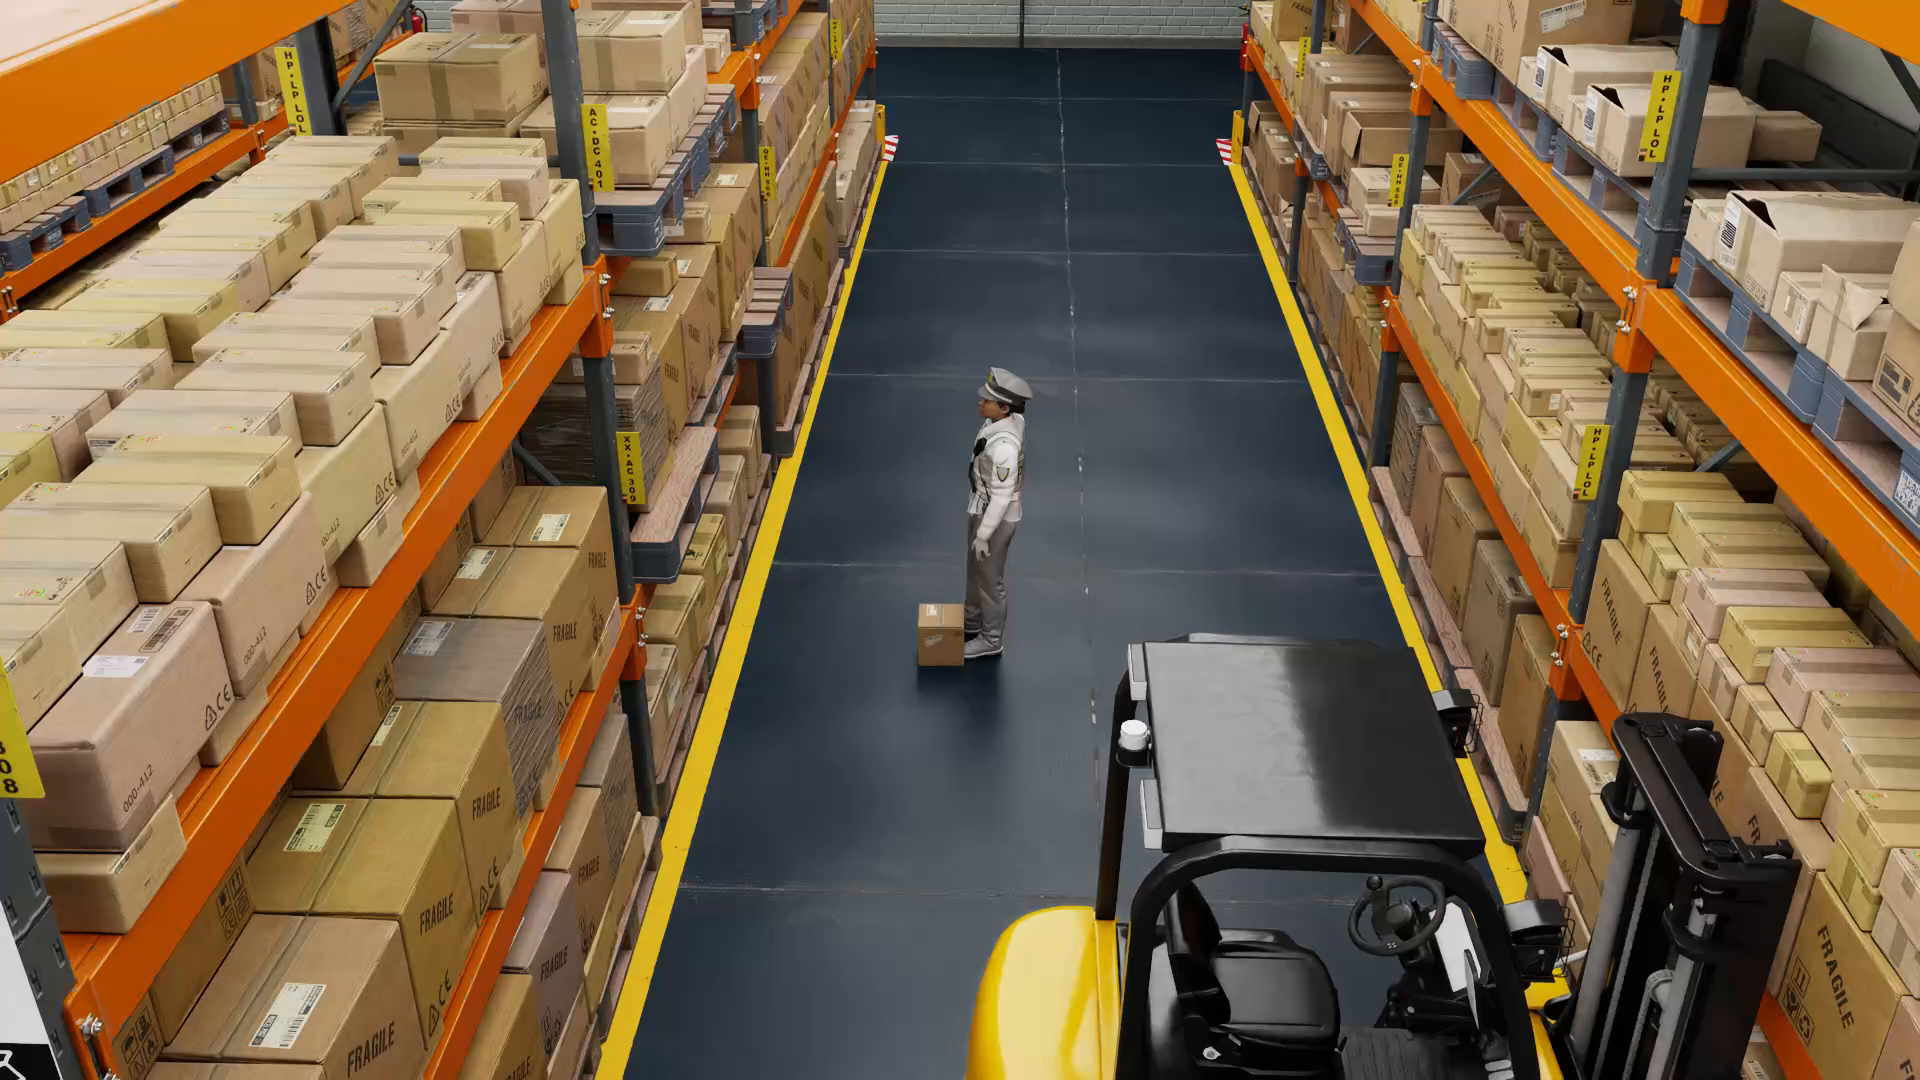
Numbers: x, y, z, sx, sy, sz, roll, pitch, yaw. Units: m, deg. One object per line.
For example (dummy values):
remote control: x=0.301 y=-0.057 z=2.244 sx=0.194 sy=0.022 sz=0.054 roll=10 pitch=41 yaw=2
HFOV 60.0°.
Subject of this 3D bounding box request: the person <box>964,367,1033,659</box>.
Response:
person: x=0.105 y=-0.133 z=8.816 sx=0.531 sy=1.695 sz=0.586 roll=1 pitch=28 yaw=2
